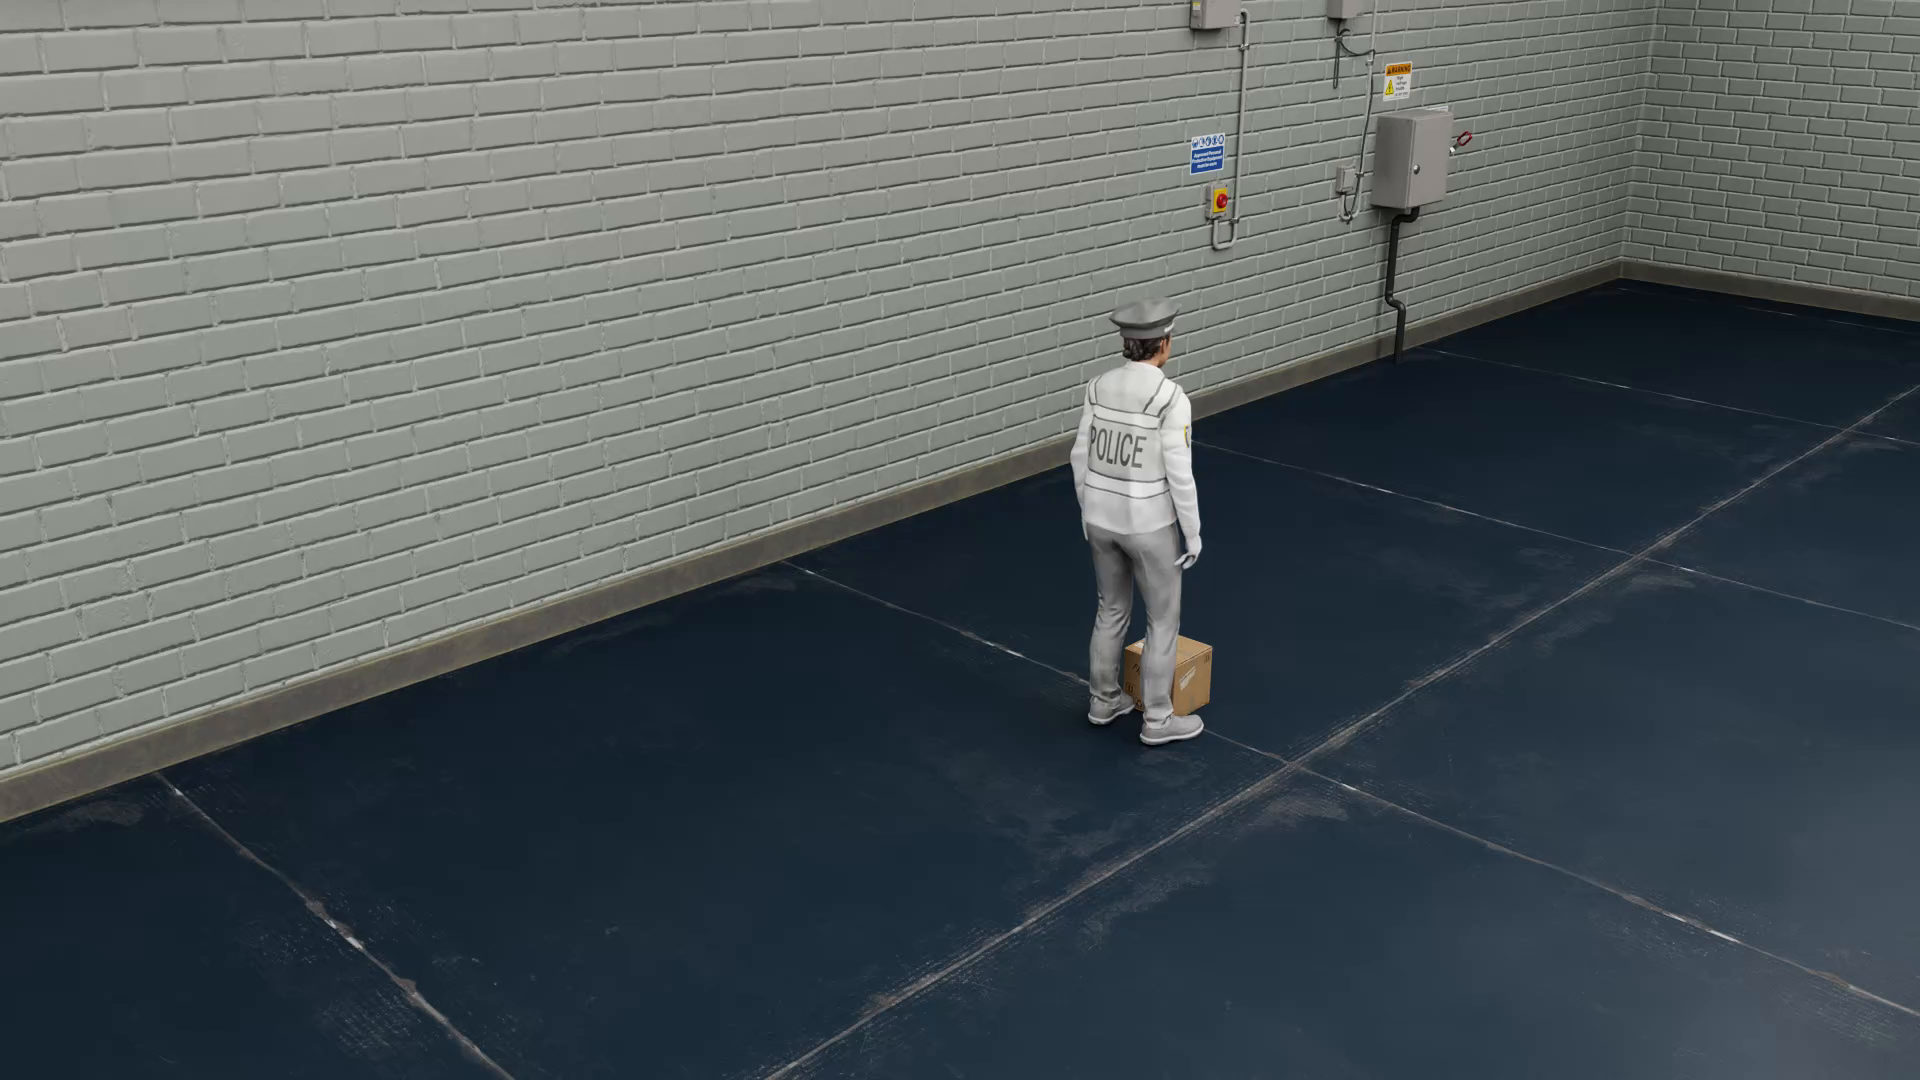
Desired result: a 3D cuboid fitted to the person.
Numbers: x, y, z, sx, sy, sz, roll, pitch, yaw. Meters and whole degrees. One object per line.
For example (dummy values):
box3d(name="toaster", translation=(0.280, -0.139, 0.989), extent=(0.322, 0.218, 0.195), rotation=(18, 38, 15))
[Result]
box3d(name="person", translation=(0.659, -0.061, 6.230), extent=(0.547, 1.667, 0.370), rotation=(17, 27, 38))
